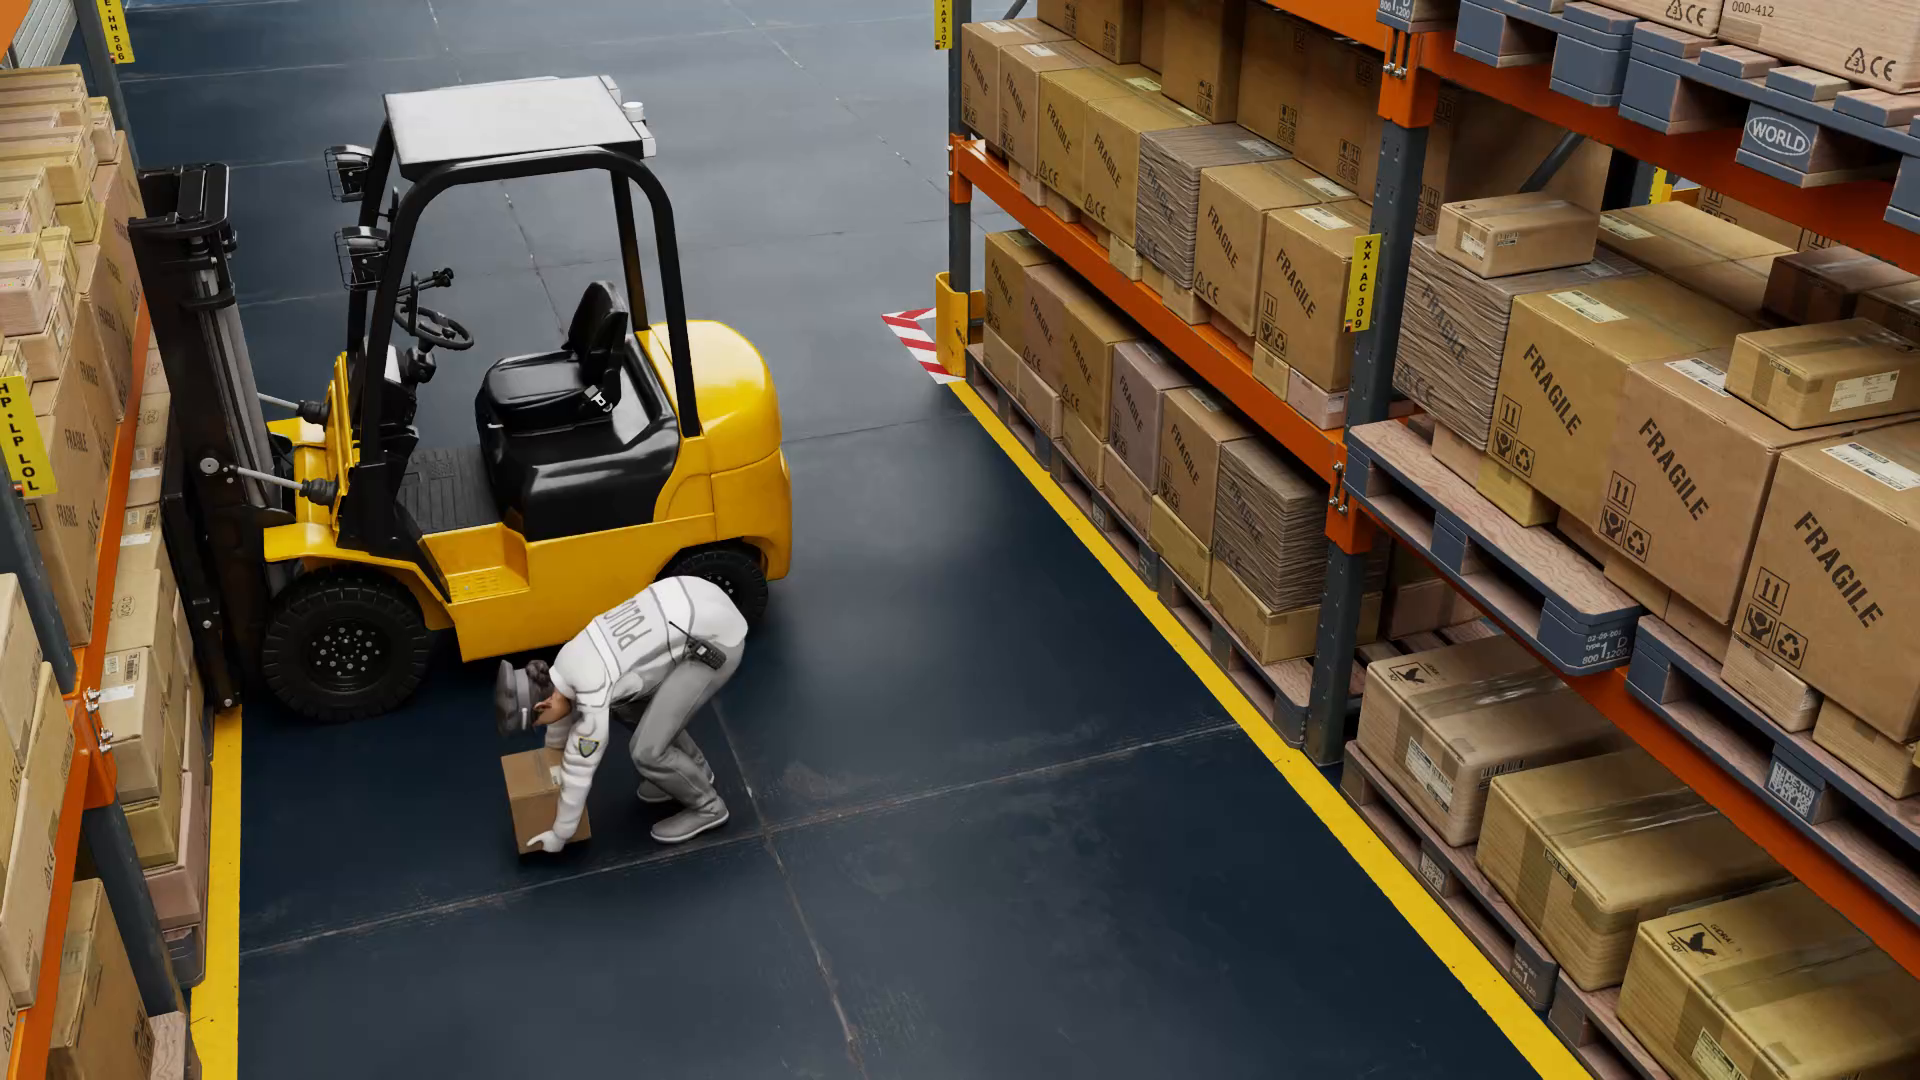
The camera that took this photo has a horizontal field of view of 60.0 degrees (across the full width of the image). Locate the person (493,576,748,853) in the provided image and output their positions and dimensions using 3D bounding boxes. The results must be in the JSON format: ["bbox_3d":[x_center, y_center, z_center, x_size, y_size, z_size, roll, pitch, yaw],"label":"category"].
[{"bbox_3d":[-1.162,0.622,5.799,0.881,0.919,0.456,-12,32,-20],"label":"person"}]
